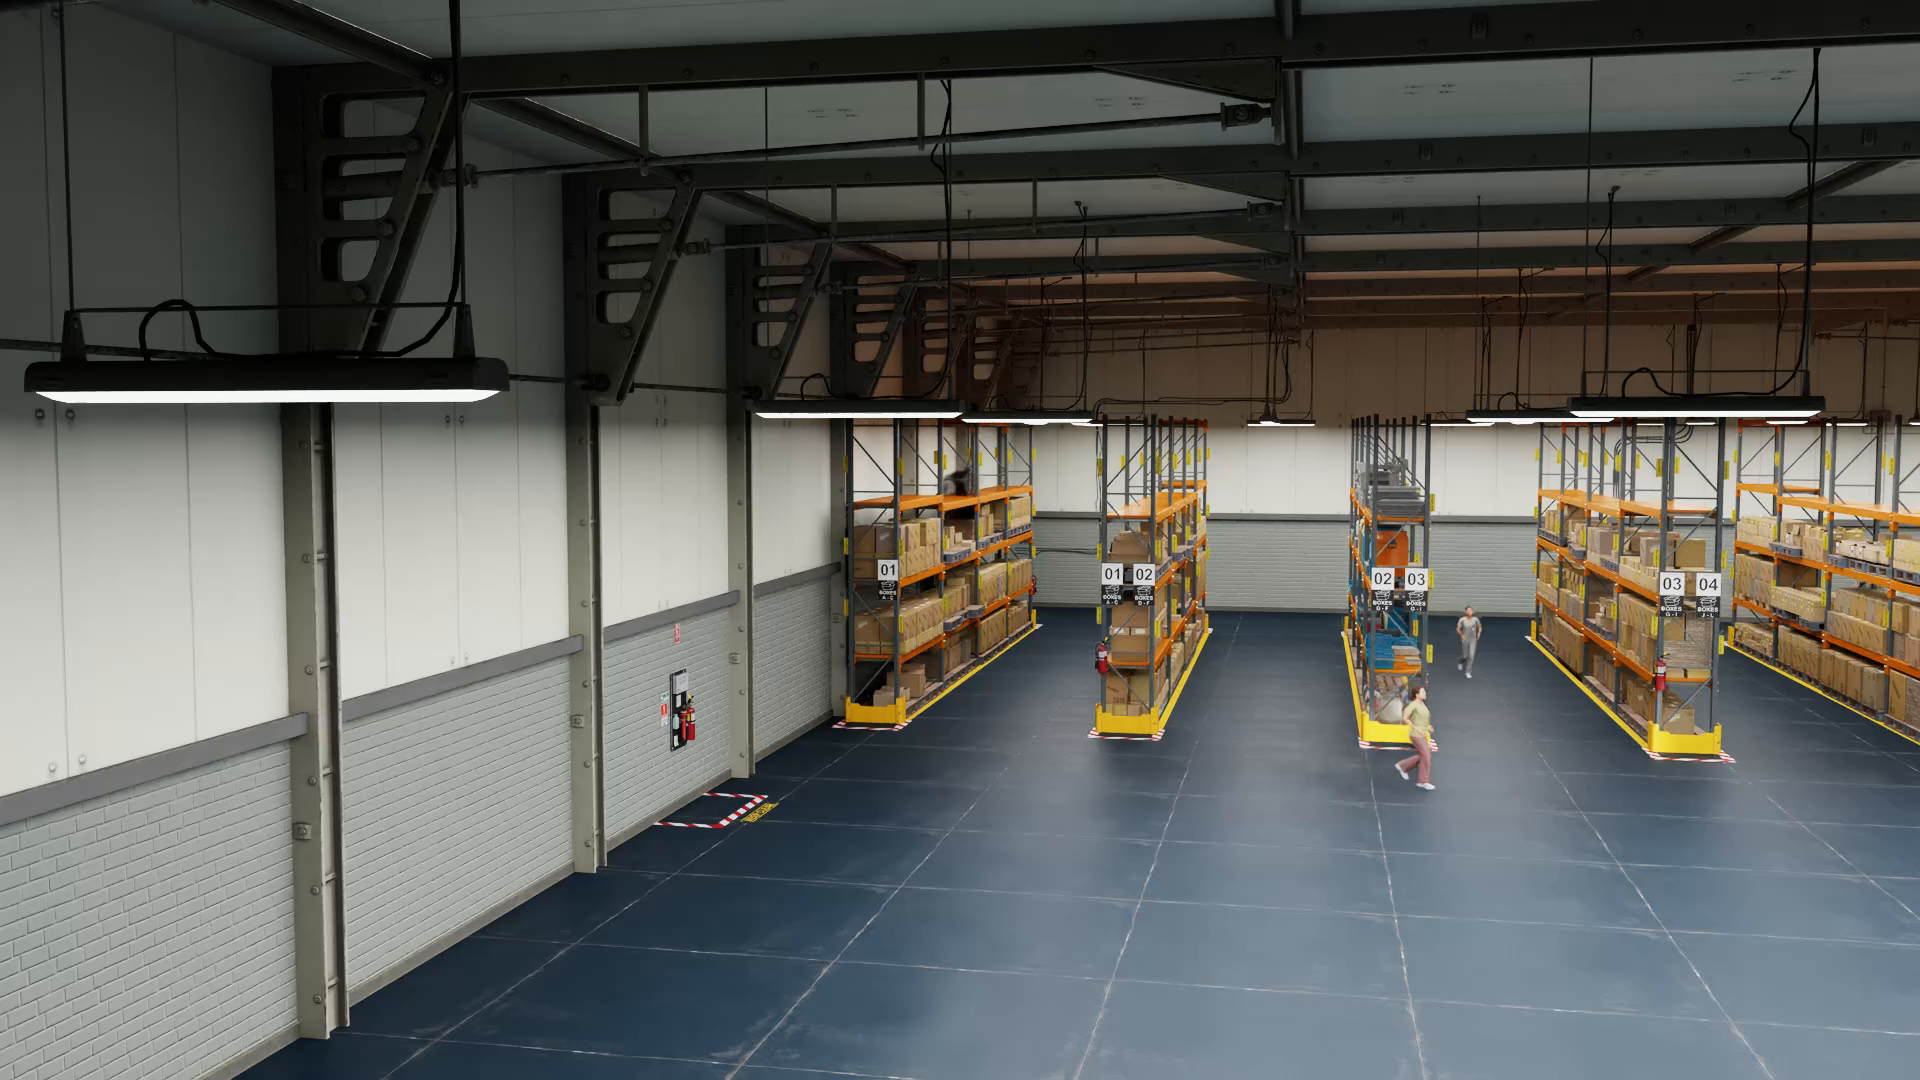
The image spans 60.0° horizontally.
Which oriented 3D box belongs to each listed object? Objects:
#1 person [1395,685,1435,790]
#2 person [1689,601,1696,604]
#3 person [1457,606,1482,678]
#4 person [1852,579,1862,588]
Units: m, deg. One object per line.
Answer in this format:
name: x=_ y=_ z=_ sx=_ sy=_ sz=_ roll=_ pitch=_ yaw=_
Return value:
person: x=7.271 y=3.140 z=26.579 sx=0.688 sy=1.637 sz=0.588 roll=3 pitch=5 yaw=36
person: x=19.128 y=1.992 z=43.782 sx=0.627 sy=1.557 sz=0.852 roll=2 pitch=4 yaw=30
person: x=11.812 y=2.347 z=38.583 sx=0.572 sy=1.652 sz=0.722 roll=1 pitch=4 yaw=9
person: x=24.045 y=1.881 z=44.666 sx=0.920 sy=1.684 sz=0.609 roll=1 pitch=4 yaw=10
